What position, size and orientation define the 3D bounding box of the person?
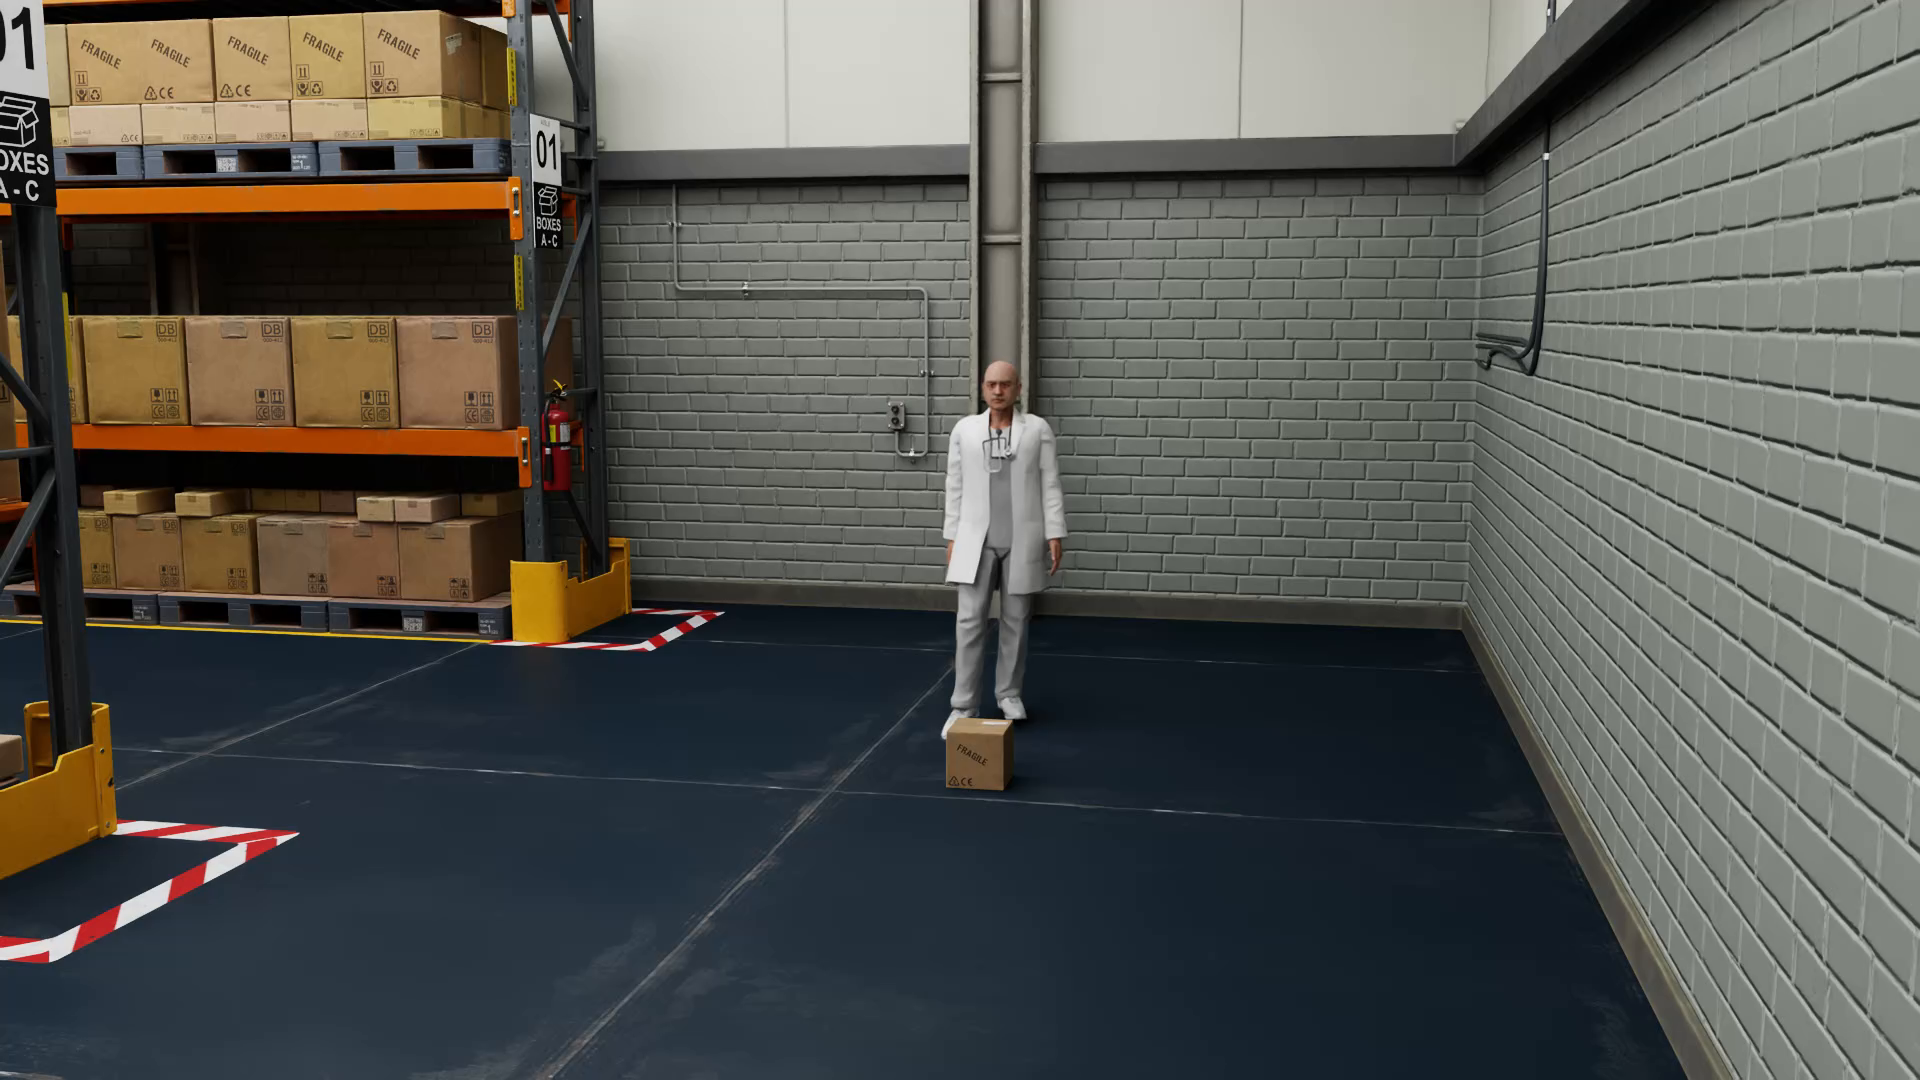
[{"bbox_3d":[0.210,0.039,8.096,0.599,1.804,0.673,0,8,2],"label":"person"}]
